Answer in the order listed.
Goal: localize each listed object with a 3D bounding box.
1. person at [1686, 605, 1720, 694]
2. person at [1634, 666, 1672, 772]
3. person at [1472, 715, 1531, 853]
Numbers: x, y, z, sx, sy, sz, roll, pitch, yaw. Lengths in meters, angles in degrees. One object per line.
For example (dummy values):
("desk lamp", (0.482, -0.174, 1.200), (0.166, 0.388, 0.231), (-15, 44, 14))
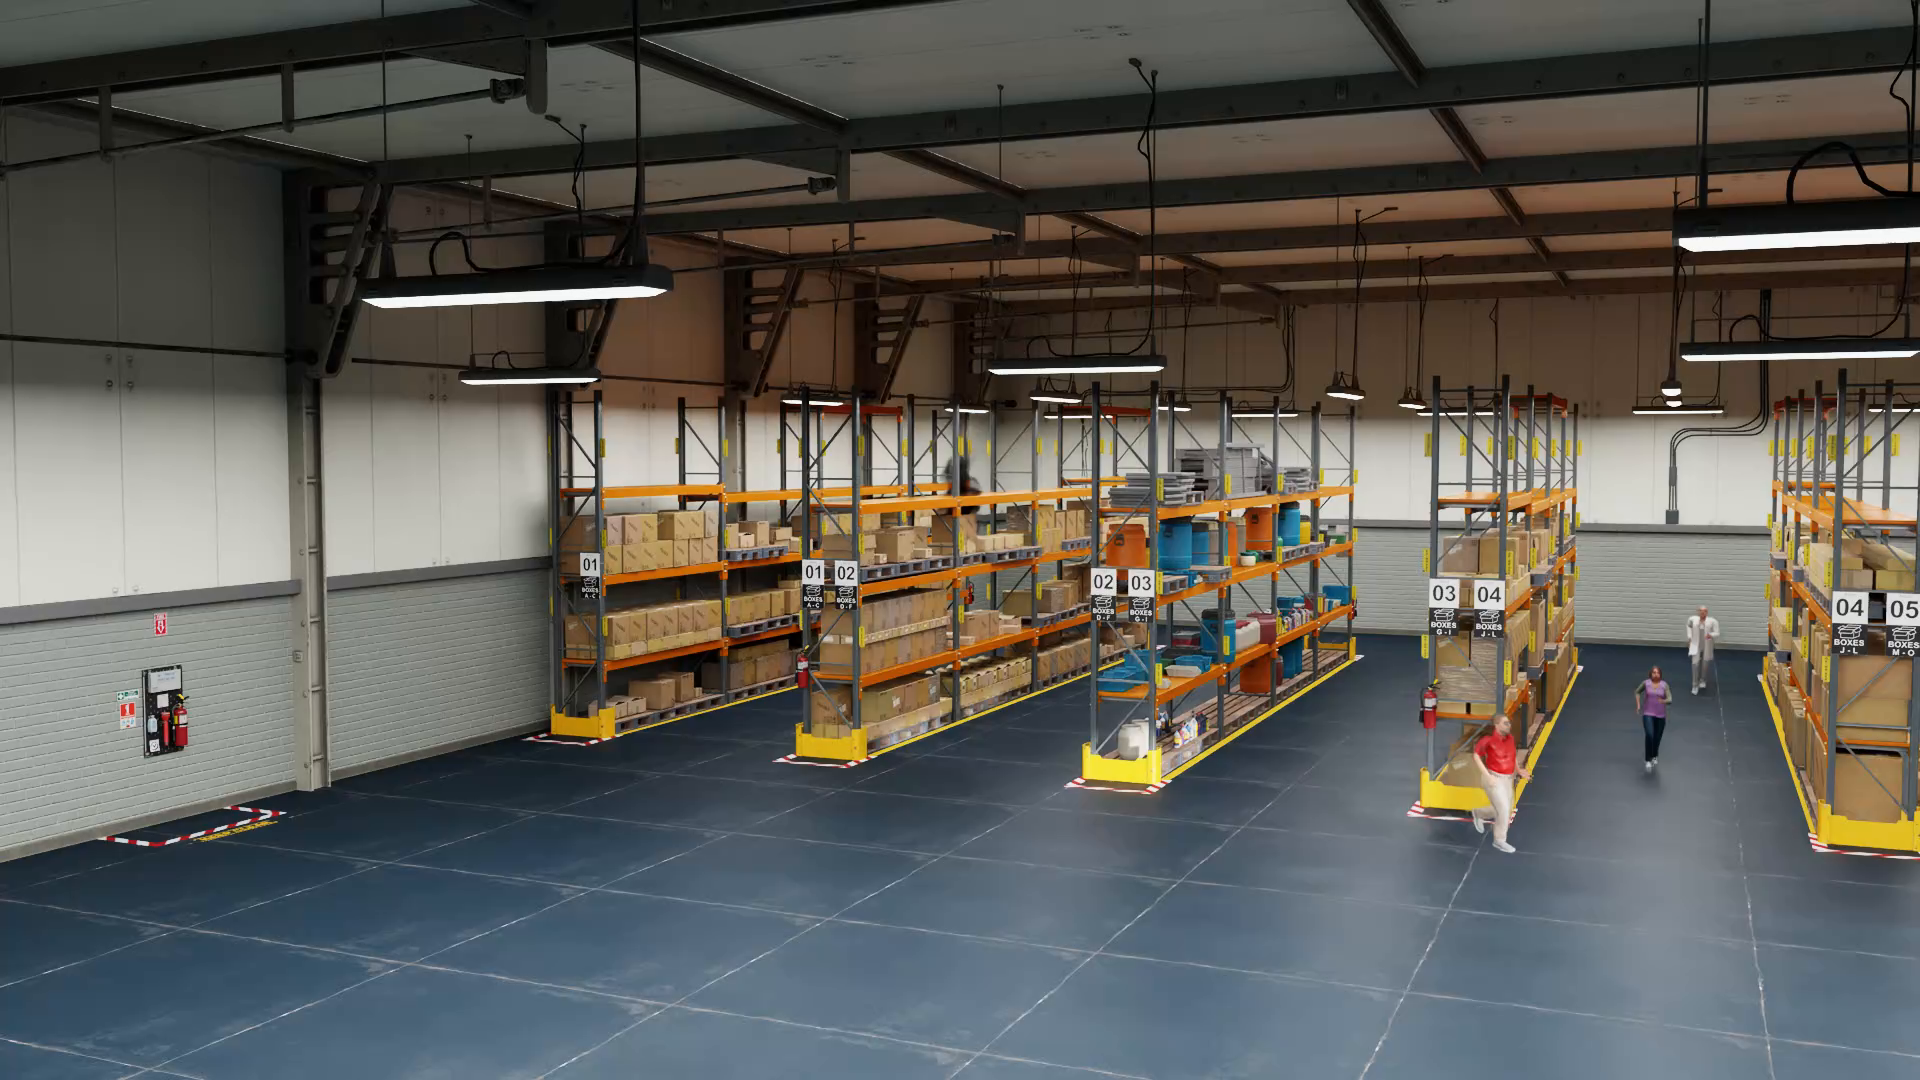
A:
("person", (15.235, 2.249, 34.115), (0.629, 1.840, 0.973), (1, 3, 24))
("person", (10.791, 2.771, 25.874), (0.505, 1.641, 0.710), (1, 3, 12))
("person", (6.692, 3.017, 20.861), (0.647, 1.688, 0.749), (-2, 4, -33))
